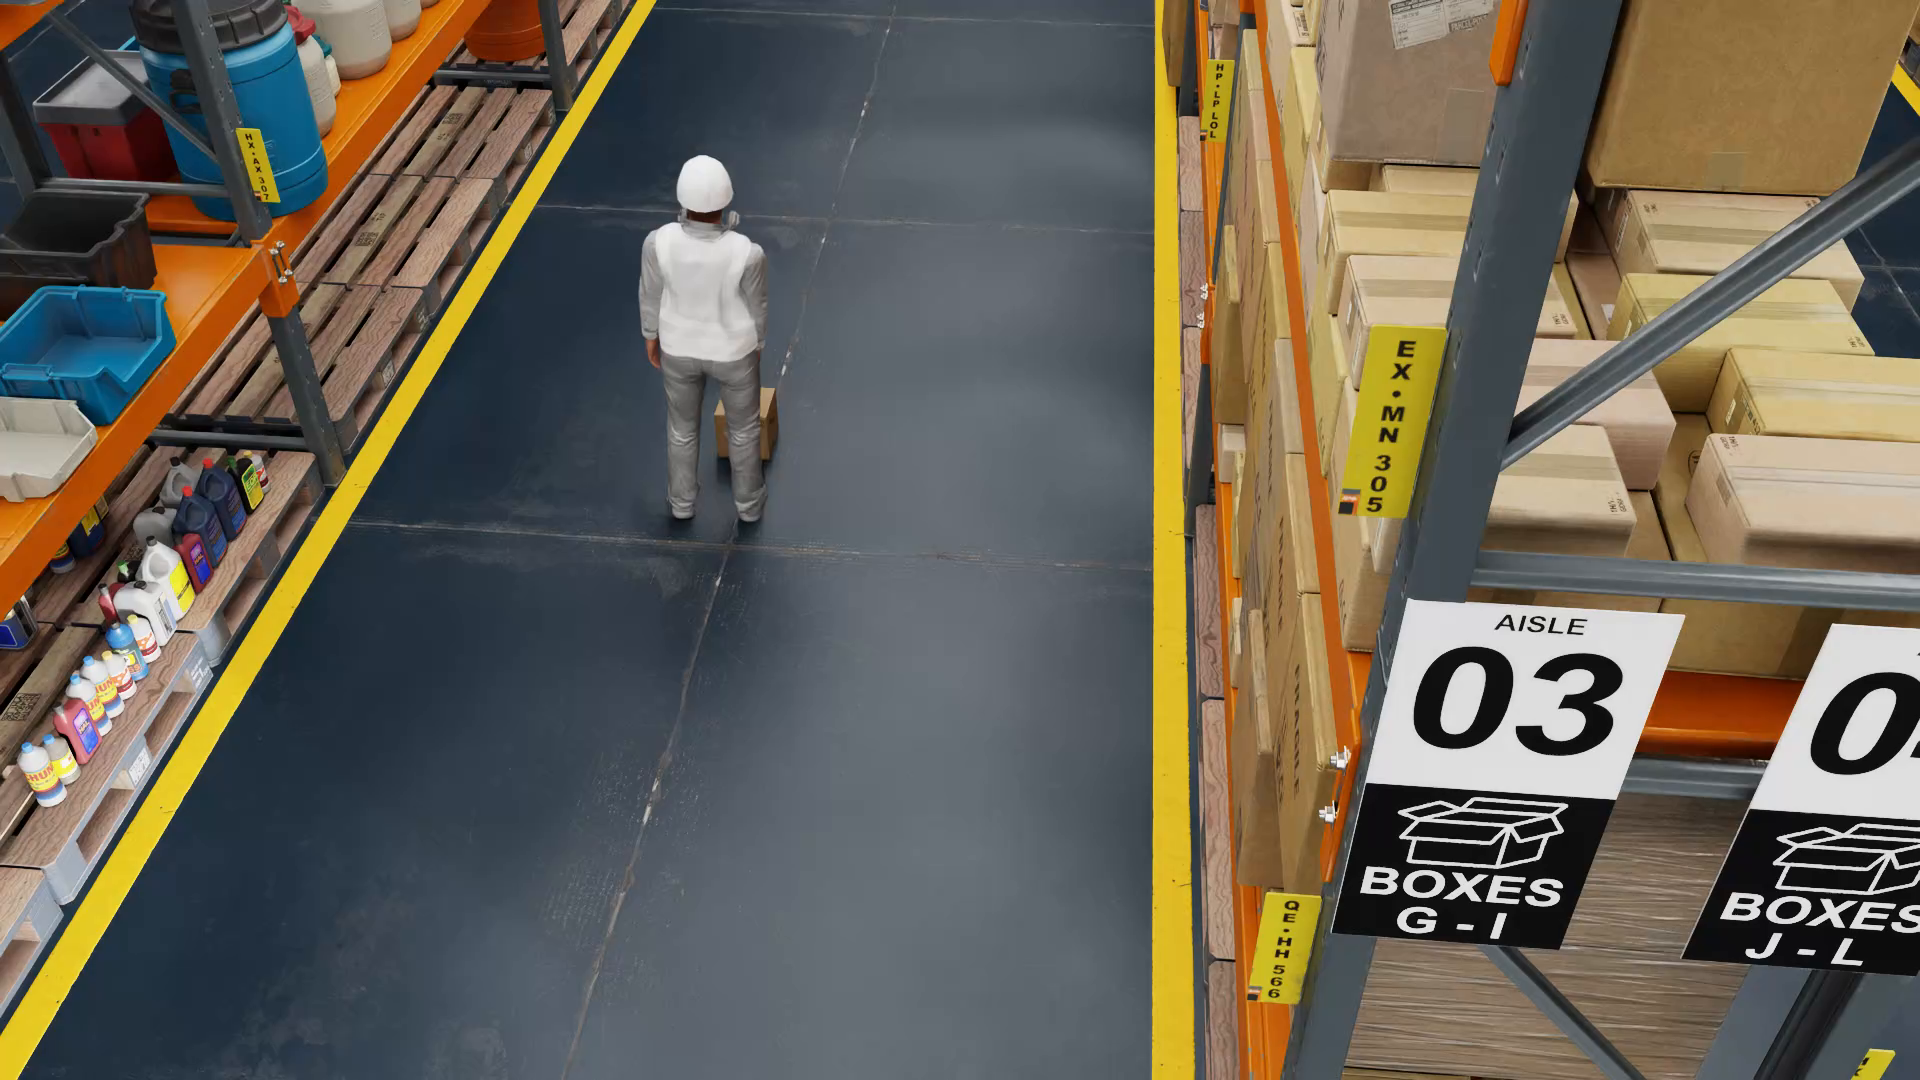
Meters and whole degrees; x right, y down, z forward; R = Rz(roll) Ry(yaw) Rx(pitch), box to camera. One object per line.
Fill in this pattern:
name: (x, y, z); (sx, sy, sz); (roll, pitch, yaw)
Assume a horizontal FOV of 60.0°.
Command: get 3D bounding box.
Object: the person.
person: (-1.074, -0.842, 7.146); (0.572, 1.781, 0.355); (4, 40, 5)
